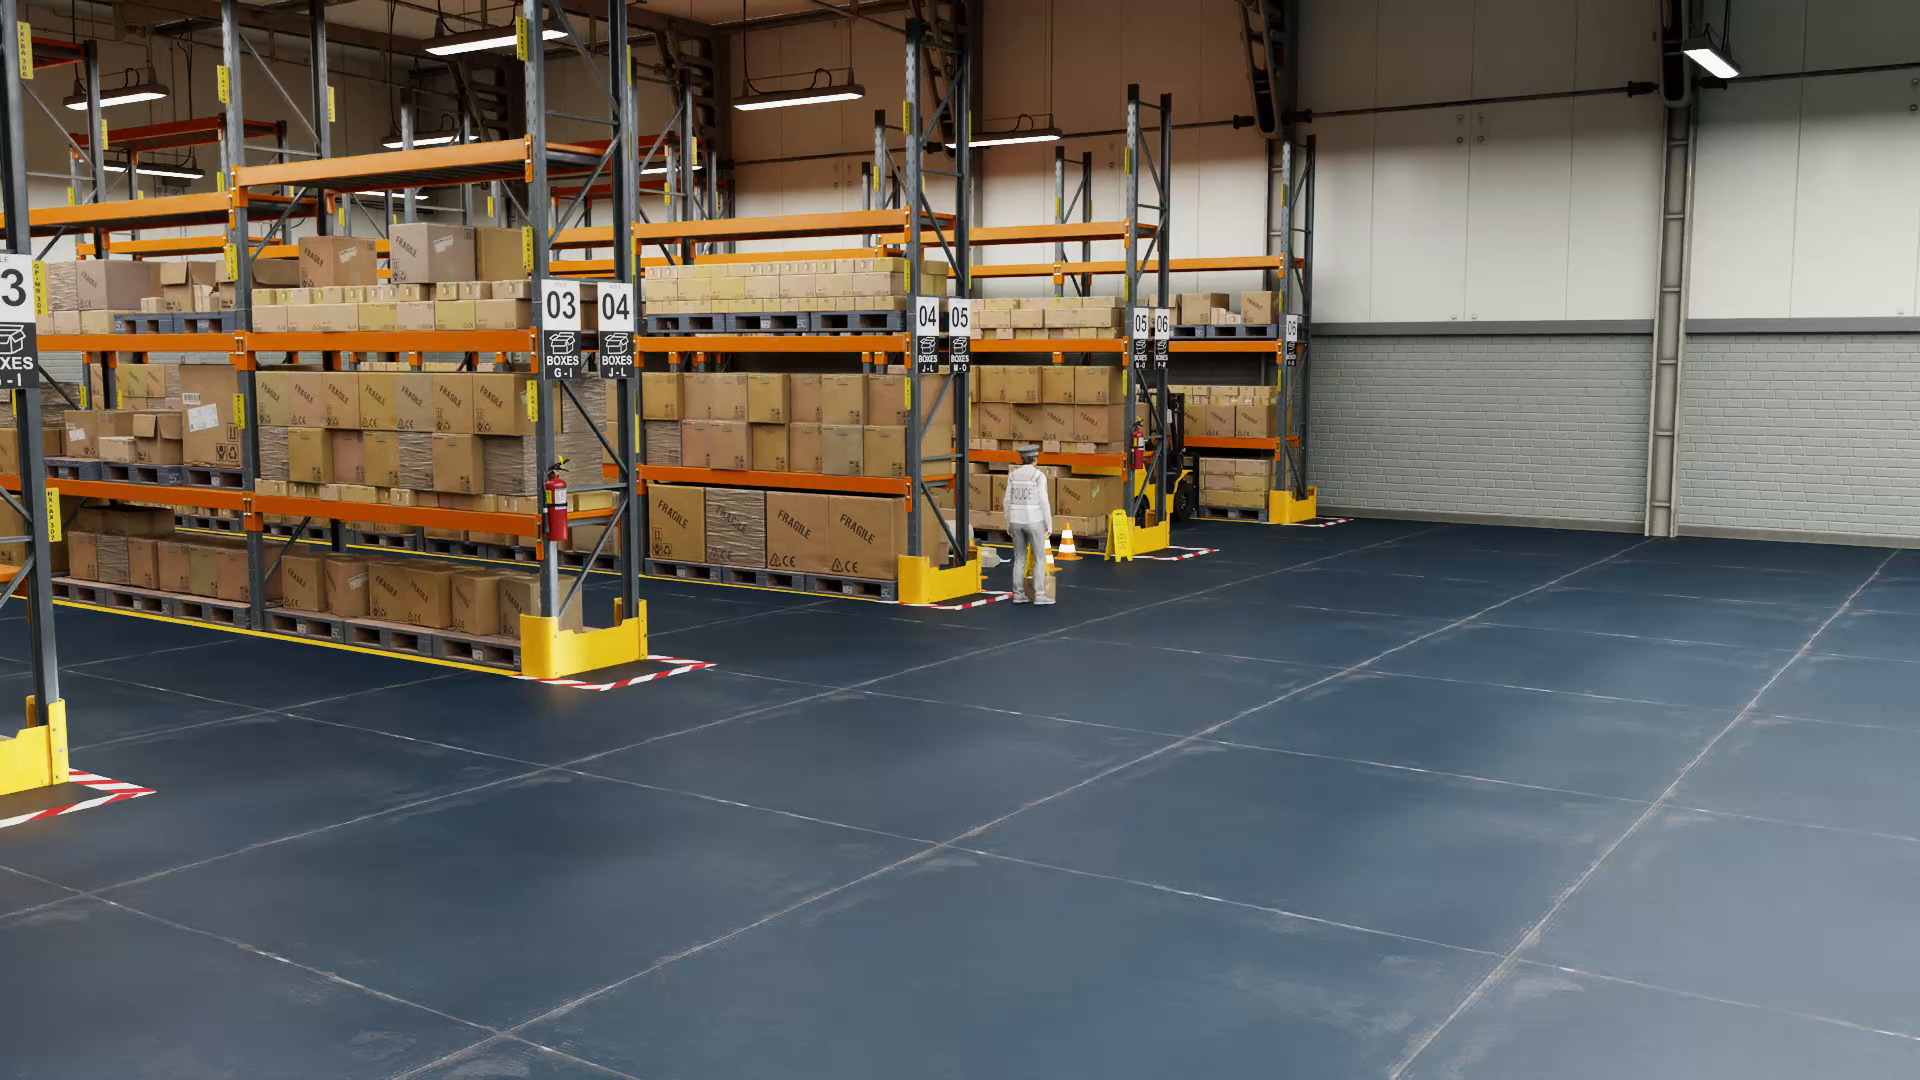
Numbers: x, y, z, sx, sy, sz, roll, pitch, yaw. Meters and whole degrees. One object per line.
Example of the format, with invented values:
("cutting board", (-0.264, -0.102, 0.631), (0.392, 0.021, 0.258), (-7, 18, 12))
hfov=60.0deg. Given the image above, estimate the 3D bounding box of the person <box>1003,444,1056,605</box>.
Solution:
("person", (0.711, -0.161, 17.411), (0.547, 1.666, 0.370), (4, 7, 30))
